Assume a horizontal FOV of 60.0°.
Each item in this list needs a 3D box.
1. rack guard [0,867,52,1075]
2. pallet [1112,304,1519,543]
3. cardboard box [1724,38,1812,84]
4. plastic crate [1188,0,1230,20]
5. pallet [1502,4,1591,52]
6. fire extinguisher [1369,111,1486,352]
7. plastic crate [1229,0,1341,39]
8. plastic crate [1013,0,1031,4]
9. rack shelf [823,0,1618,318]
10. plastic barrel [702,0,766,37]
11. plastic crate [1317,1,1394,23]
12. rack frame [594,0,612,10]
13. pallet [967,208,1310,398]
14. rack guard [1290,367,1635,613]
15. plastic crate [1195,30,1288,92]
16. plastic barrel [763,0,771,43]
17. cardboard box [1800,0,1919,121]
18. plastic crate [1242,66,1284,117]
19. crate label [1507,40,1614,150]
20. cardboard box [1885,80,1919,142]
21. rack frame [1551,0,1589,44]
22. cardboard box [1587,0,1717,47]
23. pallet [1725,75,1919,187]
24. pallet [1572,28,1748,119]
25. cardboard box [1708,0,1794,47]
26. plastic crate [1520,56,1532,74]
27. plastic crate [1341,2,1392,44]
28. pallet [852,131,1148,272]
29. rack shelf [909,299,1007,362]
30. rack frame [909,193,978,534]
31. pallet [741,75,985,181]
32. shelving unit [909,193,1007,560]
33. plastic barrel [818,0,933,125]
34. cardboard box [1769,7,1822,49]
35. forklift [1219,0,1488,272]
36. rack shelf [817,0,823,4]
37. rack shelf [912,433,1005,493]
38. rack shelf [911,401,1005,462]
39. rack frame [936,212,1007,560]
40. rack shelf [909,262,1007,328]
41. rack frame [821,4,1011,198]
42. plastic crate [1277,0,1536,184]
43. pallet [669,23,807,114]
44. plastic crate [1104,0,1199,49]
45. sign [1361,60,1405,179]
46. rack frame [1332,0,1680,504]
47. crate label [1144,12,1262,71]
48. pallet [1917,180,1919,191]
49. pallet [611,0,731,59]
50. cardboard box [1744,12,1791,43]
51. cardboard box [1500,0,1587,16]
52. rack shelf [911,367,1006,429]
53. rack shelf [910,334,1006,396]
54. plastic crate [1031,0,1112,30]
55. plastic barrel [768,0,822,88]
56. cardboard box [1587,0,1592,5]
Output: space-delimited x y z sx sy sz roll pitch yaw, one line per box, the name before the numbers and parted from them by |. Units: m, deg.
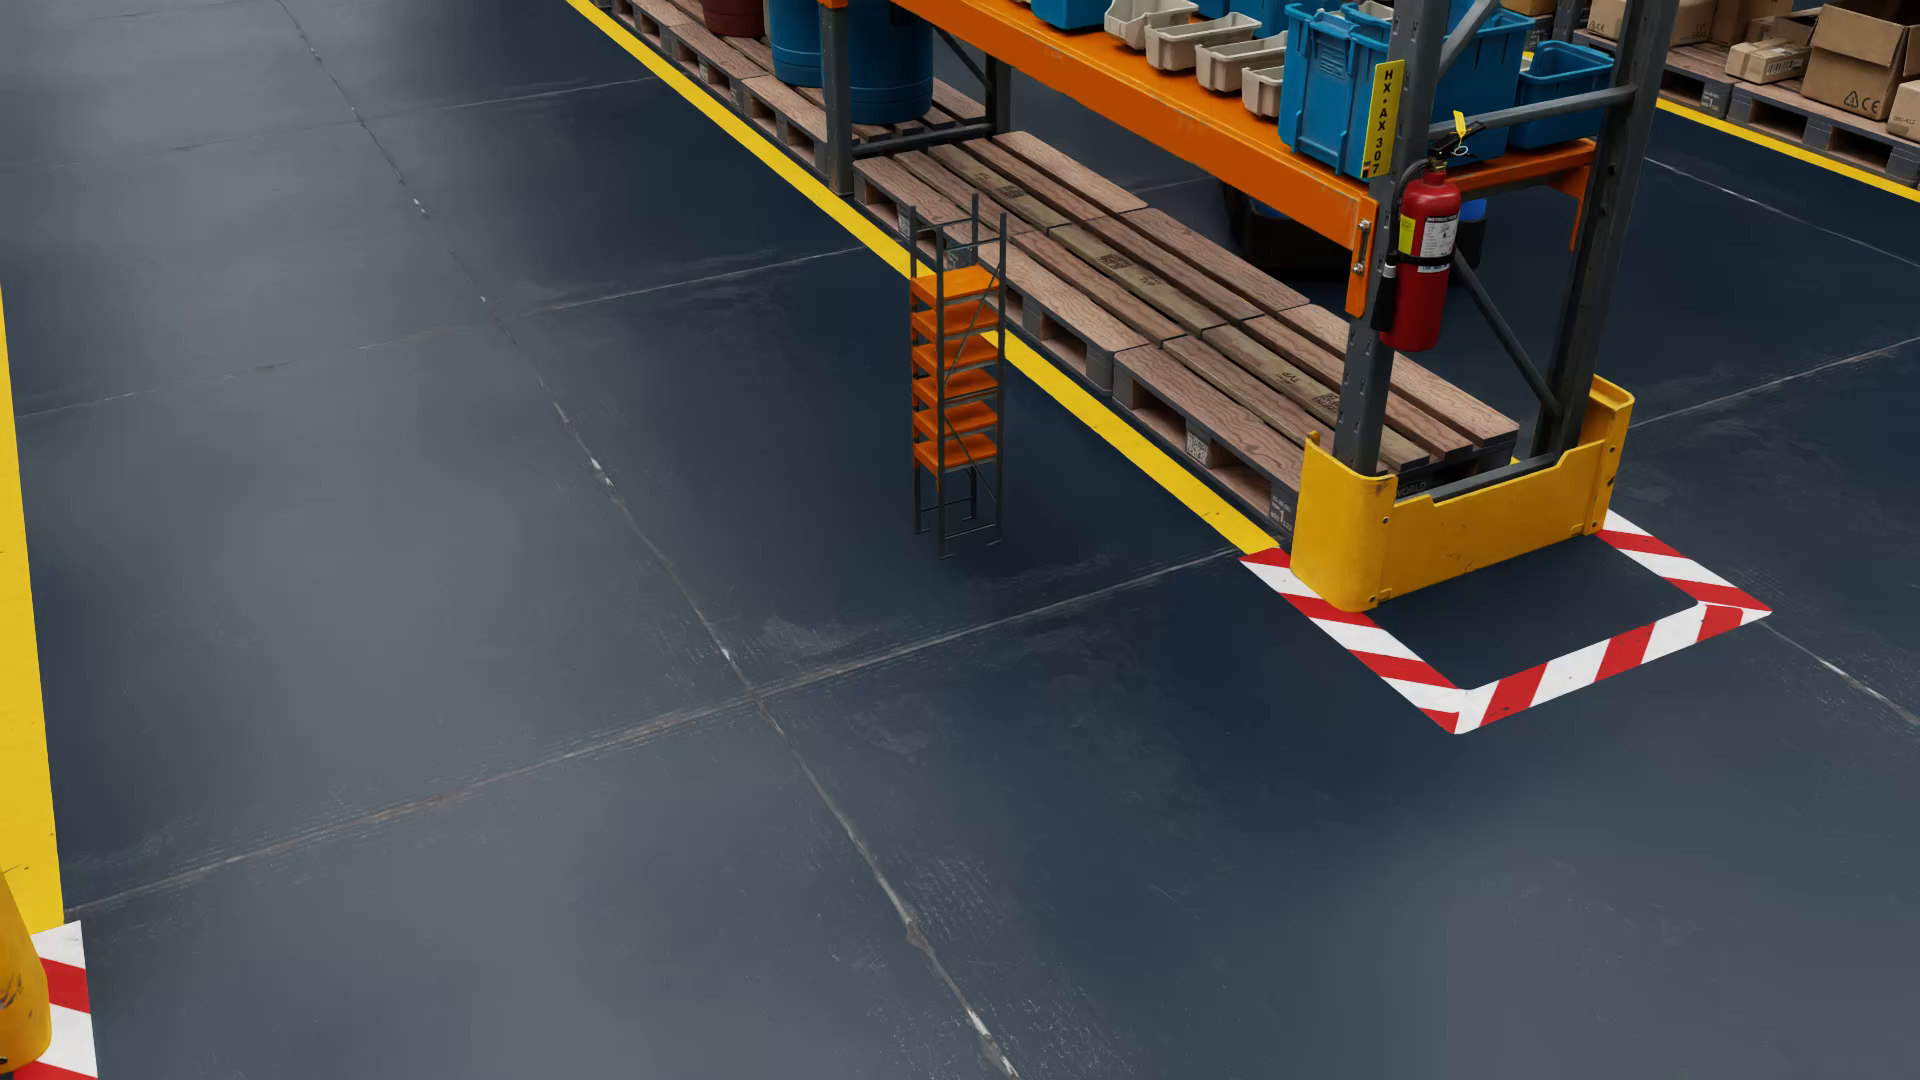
rack guard | -2.709 1.058 3.635 1.175 0.500 0.348 -16 36 -23
pallet | 1.311 -0.481 6.305 1.003 0.211 1.213 -16 36 -23
cardboard box | 4.596 -2.732 9.452 0.380 0.166 0.250 -16 36 -23
plastic crate | 1.083 -2.179 6.470 0.416 0.233 0.300 -16 36 -23
pallet | 3.767 -3.609 11.188 1.003 0.211 1.213 -16 36 -23
fire extinguisher | 1.329 -0.876 4.754 0.296 0.674 0.183 -16 36 -23
plastic crate | 1.223 -2.036 6.246 0.416 0.233 0.300 -16 36 -23
plastic crate | 0.345 -2.361 6.709 0.437 0.282 0.530 -16 36 -23
rack shelf | 0.729 -1.903 6.607 1.077 0.370 4.000 -16 36 -23
plastic barrel | -1.299 -3.463 10.221 0.600 0.588 0.708 -16 36 -23
plastic crate | 1.445 -1.864 6.068 0.250 0.136 0.298 -16 36 -23
rack frame | -2.069 -5.070 10.882 1.000 3.000 0.127 -16 36 -23
pallet | 0.746 -1.062 7.213 1.003 0.211 1.213 -16 36 -23
rack guard | 1.684 -0.191 5.585 1.175 0.500 0.348 -16 36 -23
plastic crate | 0.998 -1.652 5.736 0.396 0.136 0.243 -16 36 -23
plastic barrel | -0.957 -3.184 9.856 0.421 0.512 0.421 0 33 0
cardboard box | 5.060 -2.644 9.002 0.797 0.503 0.637 -16 36 -23
plastic crate | 1.121 -1.510 5.515 0.396 0.136 0.243 -16 36 -23
crate label | 1.837 -1.407 5.265 0.416 0.233 0.303 -16 36 -23
cardboard box | 5.157 -2.182 8.516 0.500 0.250 0.500 -16 36 -23
rack frame | 4.180 -4.405 9.845 1.000 3.000 0.127 -16 36 -23
cardboard box | 4.184 -3.203 10.054 0.500 0.311 0.500 -16 36 -23
pallet | 5.072 -2.320 9.175 1.003 0.211 1.213 -16 36 -23
pallet | 4.499 -2.903 10.085 1.003 0.211 1.213 -16 36 -23
cardboard box | 4.696 -3.337 10.087 0.500 0.500 0.500 -16 36 -23
plastic crate | 1.761 -1.541 5.563 0.250 0.136 0.298 -16 36 -23
plastic crate | 1.530 -1.721 5.756 0.416 0.233 0.300 -16 36 -23
pallet | 0.173 -1.645 8.123 1.003 0.211 1.213 -16 36 -23
rack shelf | -0.007 -0.677 5.332 0.258 0.103 0.180 -16 36 -23
rack frame | -0.049 -0.556 5.505 0.240 1.200 0.006 -16 36 -23
pallet | -0.527 -2.365 9.246 1.003 0.211 1.213 -16 36 -23
shelving unit | -0.007 -0.512 5.437 0.258 1.200 0.189 -16 36 -23
plastic barrel | -0.442 -2.718 8.768 0.600 0.901 0.708 -16 36 -23
cardboard box | 5.046 -2.899 9.580 0.500 0.311 0.500 -16 36 -23
forklift | 1.897 -3.208 8.041 1.130 2.935 3.031 1 33 2
rack shelf | -1.136 -3.812 9.587 1.077 0.370 4.000 -16 36 -23
rack shelf | -0.007 -0.273 5.591 0.258 0.103 0.180 -16 36 -23
rack shelf | -0.007 -0.374 5.526 0.258 0.103 0.180 -16 36 -23
rack frame | 0.036 -0.468 5.369 0.240 1.200 0.006 -16 36 -23
rack shelf | -0.007 -0.778 5.267 0.258 0.103 0.180 -16 36 -23
rack frame | -0.204 -3.161 7.903 1.000 3.000 0.127 -16 36 -23
plastic crate | 1.340 -1.405 5.074 0.616 0.435 0.499 -16 36 -23
pallet | -1.100 -2.948 10.156 1.003 0.211 1.213 -16 36 -23
plastic crate | 0.692 -1.915 6.147 0.298 0.136 0.250 -16 36 -23
sign | 1.182 -1.174 4.651 0.100 0.325 0.005 -16 36 -23
rack frame | 1.661 -1.252 4.923 1.000 3.000 0.127 -16 36 -23
crate label | 0.847 -1.778 5.934 0.396 0.136 0.243 -16 36 -23
pallet | 5.637 -1.738 8.267 1.003 0.211 1.213 -16 36 -23
pallet | -1.664 -3.530 11.064 1.003 0.211 1.213 -16 36 -23
cardboard box | 4.924 -3.025 9.926 0.380 0.149 0.250 -16 36 -23
cardboard box | 3.696 -3.701 10.655 0.500 0.500 0.500 -16 36 -23
rack shelf | -0.007 -0.475 5.461 0.258 0.103 0.180 -16 36 -23
rack shelf | -0.007 -0.576 5.396 0.258 0.103 0.180 -16 36 -23
plastic crate | 0.477 -2.122 6.381 0.416 0.233 0.300 -16 36 -23
plastic barrel | -0.773 -3.056 9.295 0.600 0.901 0.708 -16 36 -23
cardboard box | 4.170 -3.830 10.856 0.500 0.500 0.500 -18 37 -25
